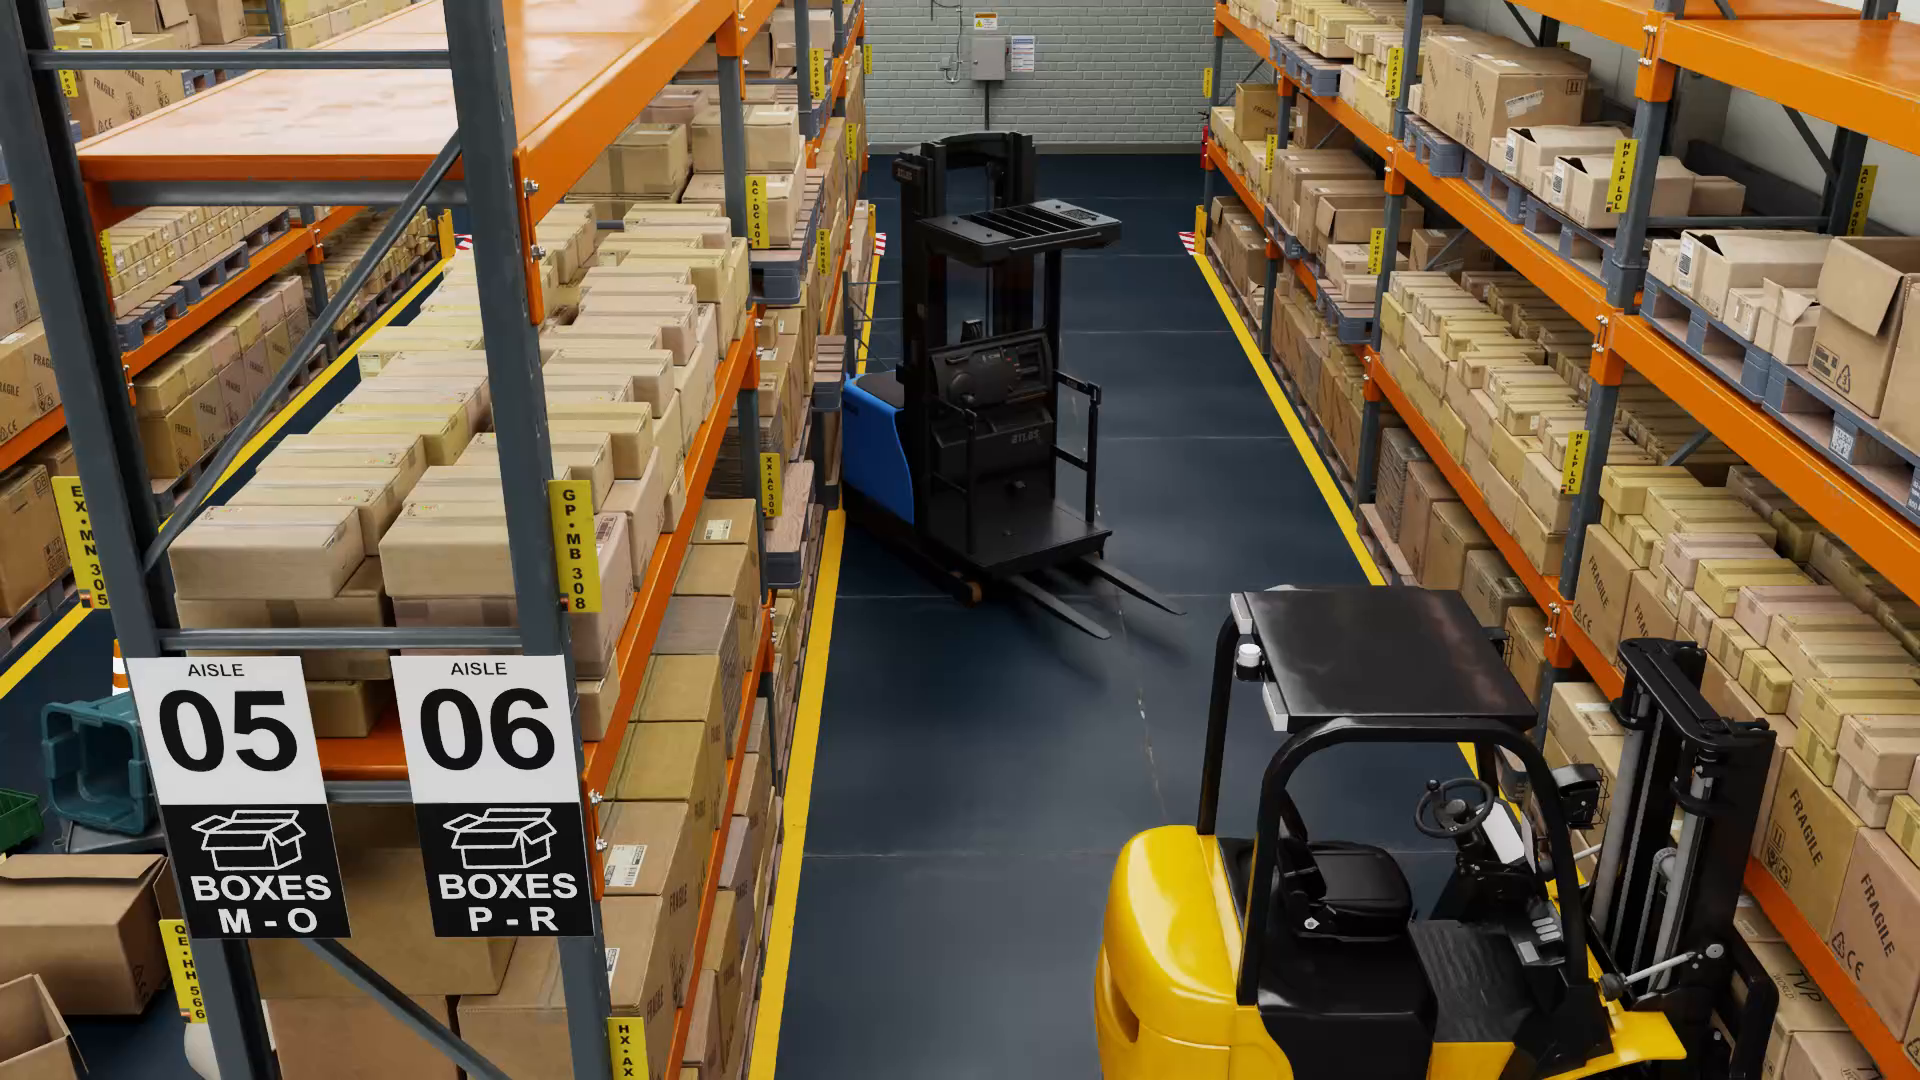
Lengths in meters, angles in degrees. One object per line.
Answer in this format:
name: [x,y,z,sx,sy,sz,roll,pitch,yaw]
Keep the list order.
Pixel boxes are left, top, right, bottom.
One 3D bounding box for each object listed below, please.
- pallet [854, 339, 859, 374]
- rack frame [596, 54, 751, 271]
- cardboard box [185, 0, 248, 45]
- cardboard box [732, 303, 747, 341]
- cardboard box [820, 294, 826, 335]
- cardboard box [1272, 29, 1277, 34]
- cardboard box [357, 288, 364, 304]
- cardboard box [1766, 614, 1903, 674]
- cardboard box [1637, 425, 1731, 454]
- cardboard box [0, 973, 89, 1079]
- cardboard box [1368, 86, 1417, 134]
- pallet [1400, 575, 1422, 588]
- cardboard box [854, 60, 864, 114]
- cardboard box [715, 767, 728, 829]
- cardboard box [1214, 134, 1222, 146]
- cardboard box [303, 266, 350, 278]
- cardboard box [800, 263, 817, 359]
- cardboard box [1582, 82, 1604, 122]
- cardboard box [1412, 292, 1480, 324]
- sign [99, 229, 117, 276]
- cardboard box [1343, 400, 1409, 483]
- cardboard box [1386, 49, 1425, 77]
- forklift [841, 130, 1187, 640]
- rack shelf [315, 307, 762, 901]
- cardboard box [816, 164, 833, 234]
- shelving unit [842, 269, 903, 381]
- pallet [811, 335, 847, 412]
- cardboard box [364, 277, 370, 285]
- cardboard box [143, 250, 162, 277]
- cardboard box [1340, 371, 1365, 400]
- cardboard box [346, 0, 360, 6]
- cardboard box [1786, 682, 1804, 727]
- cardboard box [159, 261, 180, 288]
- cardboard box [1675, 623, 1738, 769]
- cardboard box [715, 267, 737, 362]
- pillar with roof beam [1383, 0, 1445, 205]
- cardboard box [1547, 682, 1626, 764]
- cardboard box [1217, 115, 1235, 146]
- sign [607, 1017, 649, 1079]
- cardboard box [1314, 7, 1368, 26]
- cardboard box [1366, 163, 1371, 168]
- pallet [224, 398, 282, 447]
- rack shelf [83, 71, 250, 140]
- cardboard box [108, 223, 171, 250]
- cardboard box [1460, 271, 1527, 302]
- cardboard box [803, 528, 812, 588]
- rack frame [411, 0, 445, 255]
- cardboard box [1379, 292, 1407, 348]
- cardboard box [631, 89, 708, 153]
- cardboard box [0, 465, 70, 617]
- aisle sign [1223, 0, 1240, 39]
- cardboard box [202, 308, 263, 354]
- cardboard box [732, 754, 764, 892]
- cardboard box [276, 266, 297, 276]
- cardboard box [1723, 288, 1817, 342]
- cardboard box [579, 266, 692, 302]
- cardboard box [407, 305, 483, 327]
pallet: [-1.461,-1.572,15.354,1.003,0.211,1.213,0,24,-1]
rack frame: [-1.457,-2.598,6.957,1.000,3.000,0.127,0,24,-1]
cardboard box: [-6.599,-4.544,14.269,0.700,0.500,0.500,0,24,0]
cardboard box: [-1.148,-0.988,7.342,0.380,0.149,0.250,0,24,0]
cardboard box: [-1.255,-1.647,12.317,0.500,0.250,0.500,-1,24,-1]
cardboard box: [3.120,-4.684,15.516,0.380,0.149,0.250,0,24,-1]
cardboard box: [-6.286,-2.457,16.875,0.380,0.149,0.250,-1,24,-2]
cardboard box: [3.327,0.401,6.337,0.380,0.149,0.250,0,24,0]
cardboard box: [3.766,-0.486,8.659,0.380,0.149,0.250,-1,24,-2]
cardboard box: [-3.964,2.209,6.638,0.797,0.503,0.637,-19,31,-36]
cardboard box: [3.214,-3.045,11.768,0.500,0.250,0.500,-1,24,-2]
pallet: [3.443,0.575,10.605,1.003,0.211,1.213,0,24,-1]
cardboard box: [-1.310,-4.897,17.987,0.500,0.500,0.500,0,24,0]
cardboard box: [-1.123,1.011,6.562,0.380,0.149,0.250,0,24,0]
cardboard box: [3.104,-4.582,18.928,0.380,0.149,0.250,0,24,-1]
cardboard box: [-6.286,-2.621,16.516,0.380,0.149,0.250,-1,24,-1]
cardboard box: [-1.201,-1.486,10.786,0.500,0.500,0.500,-1,24,-1]
cardboard box: [3.727,-2.774,10.538,0.500,0.250,0.500,0,24,-1]
cardboard box: [3.204,-1.529,10.965,0.380,0.149,0.250,0,24,1]
sign: [-5.895,-1.980,11.466,0.100,0.325,0.005,0,24,-1]
cardboard box: [3.243,-0.762,12.702,0.500,0.500,0.500,0,24,1]
cardboard box: [3.163,-3.292,11.470,0.380,0.149,0.250,1,24,1]
forklift: [0.341,-1.119,11.051,1.130,2.935,3.031,-15,28,-30]
rack shelf: [-1.436,-0.079,5.901,1.077,0.370,4.000,0,24,-1]
cardboard box: [-1.267,-2.635,12.986,0.500,0.500,0.500,0,24,1]
shelving unit: [-0.635,-1.257,13.093,0.538,1.500,1.048,-2,24,-5]
pallet: [-1.387,-1.132,11.229,1.213,0.211,1.003,0,24,-1]
cardboard box: [-6.288,-2.704,17.061,0.380,0.149,0.250,1,24,2]
cardboard box: [-6.265,-2.083,12.532,0.380,0.149,0.250,-1,24,-2]
cardboard box: [3.170,-1.199,12.881,0.380,0.149,0.250,-1,24,-3]
cardboard box: [-6.274,-5.453,16.485,0.500,0.250,0.500,-1,24,-3]
cardboard box: [3.315,0.646,6.157,0.380,0.149,0.250,0,24,-1]
cardboard box: [-6.263,-2.044,12.807,0.380,0.149,0.250,1,24,2]
cardboard box: [3.279,0.674,6.882,0.500,0.500,0.500,0,24,-1]
cardboard box: [-1.177,-0.909,6.684,0.500,0.250,0.500,-1,24,-1]
pillar with roof beam: [0.008,-6.189,14.899,9.100,9.000,0.400,0,24,-1]
cardboard box: [3.197,0.919,8.076,0.500,0.250,0.500,-1,24,-1]
cardboard box: [3.116,-4.504,18.273,0.500,0.250,0.500,0,24,0]
sign: [-0.871,1.387,4.376,0.100,0.325,0.005,0,24,-1]
cardboard box: [3.108,-4.259,13.583,0.380,0.149,0.250,0,24,0]
cardboard box: [3.683,-3.457,15.958,0.500,0.250,0.500,-1,24,-1]
pallet: [-6.467,-1.001,14.091,1.003,0.211,1.213,0,24,-1]
rack shelf: [-6.471,-3.312,13.048,1.077,0.370,4.000,0,24,-1]
cardboard box: [-6.267,-2.309,12.671,0.380,0.149,0.250,-1,24,-3]
cardboard box: [3.668,-1.744,11.441,0.380,0.149,0.250,1,24,1]
cardboard box: [-1.489,0.030,11.105,0.950,0.372,0.625,-1,24,-2]
rack frame: [-6.537,-4.745,18.985,1.000,3.000,0.127,0,24,-1]
cardboard box: [3.198,-1.512,11.411,0.500,0.250,0.500,0,24,-1]
cardboard box: [-1.624,-2.240,8.872,0.500,0.250,0.500,0,24,0]
cardboard box: [-6.520,-0.003,10.721,1.050,0.750,0.750,0,24,0]
aisle sign: [3.081,-6.044,18.702,0.394,0.787,0.004,0,24,-1]
cardboard box: [-6.220,-1.755,13.988,0.500,0.250,0.500,-1,24,-3]
cardboard box: [-1.175,1.308,7.519,0.500,0.500,0.500,0,24,0]
cardboard box: [-6.810,-2.613,16.499,0.380,0.149,0.250,0,24,-1]
cardboard box: [3.216,-0.874,6.460,0.380,0.149,0.250,0,24,1]
cardboard box: [-1.209,-0.921,6.227,0.380,0.149,0.250,-1,24,-2]
cardboard box: [-1.681,-0.708,5.756,0.380,0.149,0.250,0,24,0]
